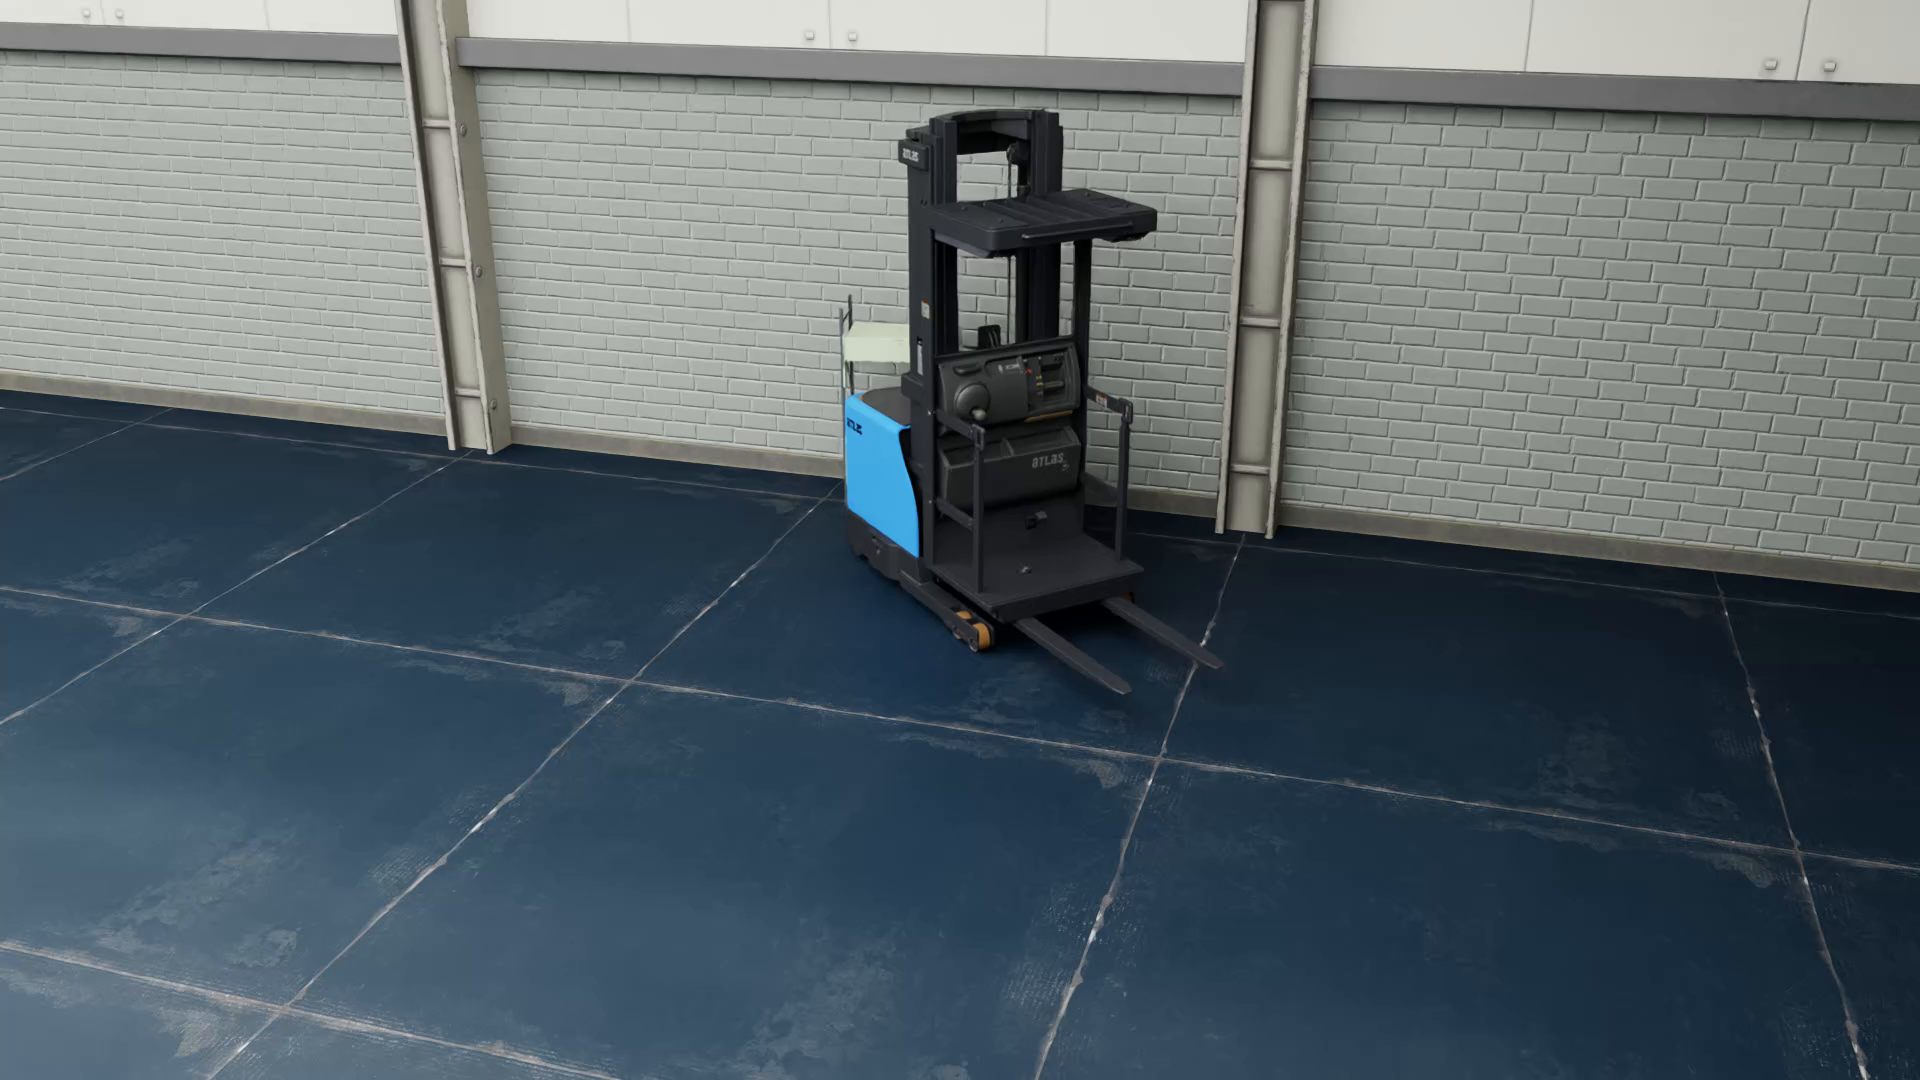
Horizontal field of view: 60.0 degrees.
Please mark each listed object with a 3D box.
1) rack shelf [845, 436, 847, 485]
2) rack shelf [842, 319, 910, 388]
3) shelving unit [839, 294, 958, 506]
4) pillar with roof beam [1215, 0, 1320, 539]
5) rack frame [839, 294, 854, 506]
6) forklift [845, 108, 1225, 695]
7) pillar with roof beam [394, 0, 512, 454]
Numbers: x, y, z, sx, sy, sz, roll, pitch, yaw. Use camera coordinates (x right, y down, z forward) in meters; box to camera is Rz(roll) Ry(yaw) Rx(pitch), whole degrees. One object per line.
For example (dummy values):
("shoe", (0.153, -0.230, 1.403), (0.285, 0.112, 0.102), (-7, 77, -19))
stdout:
("rack shelf", (-0.411, -0.607, 11.633), (0.720, 0.370, 0.431), (2, 22, 5))
("rack shelf", (-0.411, -1.270, 11.361), (0.720, 0.370, 0.431), (2, 22, 5))
("shelving unit", (-0.411, -0.909, 11.509), (0.755, 1.500, 0.431), (2, 22, 5))
("pillar with roof beam", (0.737, -2.684, 5.955), (0.400, 9.000, 9.100), (7, 23, 16))
("rack frame", (-0.775, -0.922, 11.543), (0.023, 1.500, 0.400), (2, 22, 5))
("forklift", (0.404, -0.904, 9.612), (1.130, 2.935, 3.031), (-12, 25, -27))
("pillar with roof beam", (-5.007, -3.341, 7.558), (0.400, 9.000, 9.100), (7, 23, 16))
